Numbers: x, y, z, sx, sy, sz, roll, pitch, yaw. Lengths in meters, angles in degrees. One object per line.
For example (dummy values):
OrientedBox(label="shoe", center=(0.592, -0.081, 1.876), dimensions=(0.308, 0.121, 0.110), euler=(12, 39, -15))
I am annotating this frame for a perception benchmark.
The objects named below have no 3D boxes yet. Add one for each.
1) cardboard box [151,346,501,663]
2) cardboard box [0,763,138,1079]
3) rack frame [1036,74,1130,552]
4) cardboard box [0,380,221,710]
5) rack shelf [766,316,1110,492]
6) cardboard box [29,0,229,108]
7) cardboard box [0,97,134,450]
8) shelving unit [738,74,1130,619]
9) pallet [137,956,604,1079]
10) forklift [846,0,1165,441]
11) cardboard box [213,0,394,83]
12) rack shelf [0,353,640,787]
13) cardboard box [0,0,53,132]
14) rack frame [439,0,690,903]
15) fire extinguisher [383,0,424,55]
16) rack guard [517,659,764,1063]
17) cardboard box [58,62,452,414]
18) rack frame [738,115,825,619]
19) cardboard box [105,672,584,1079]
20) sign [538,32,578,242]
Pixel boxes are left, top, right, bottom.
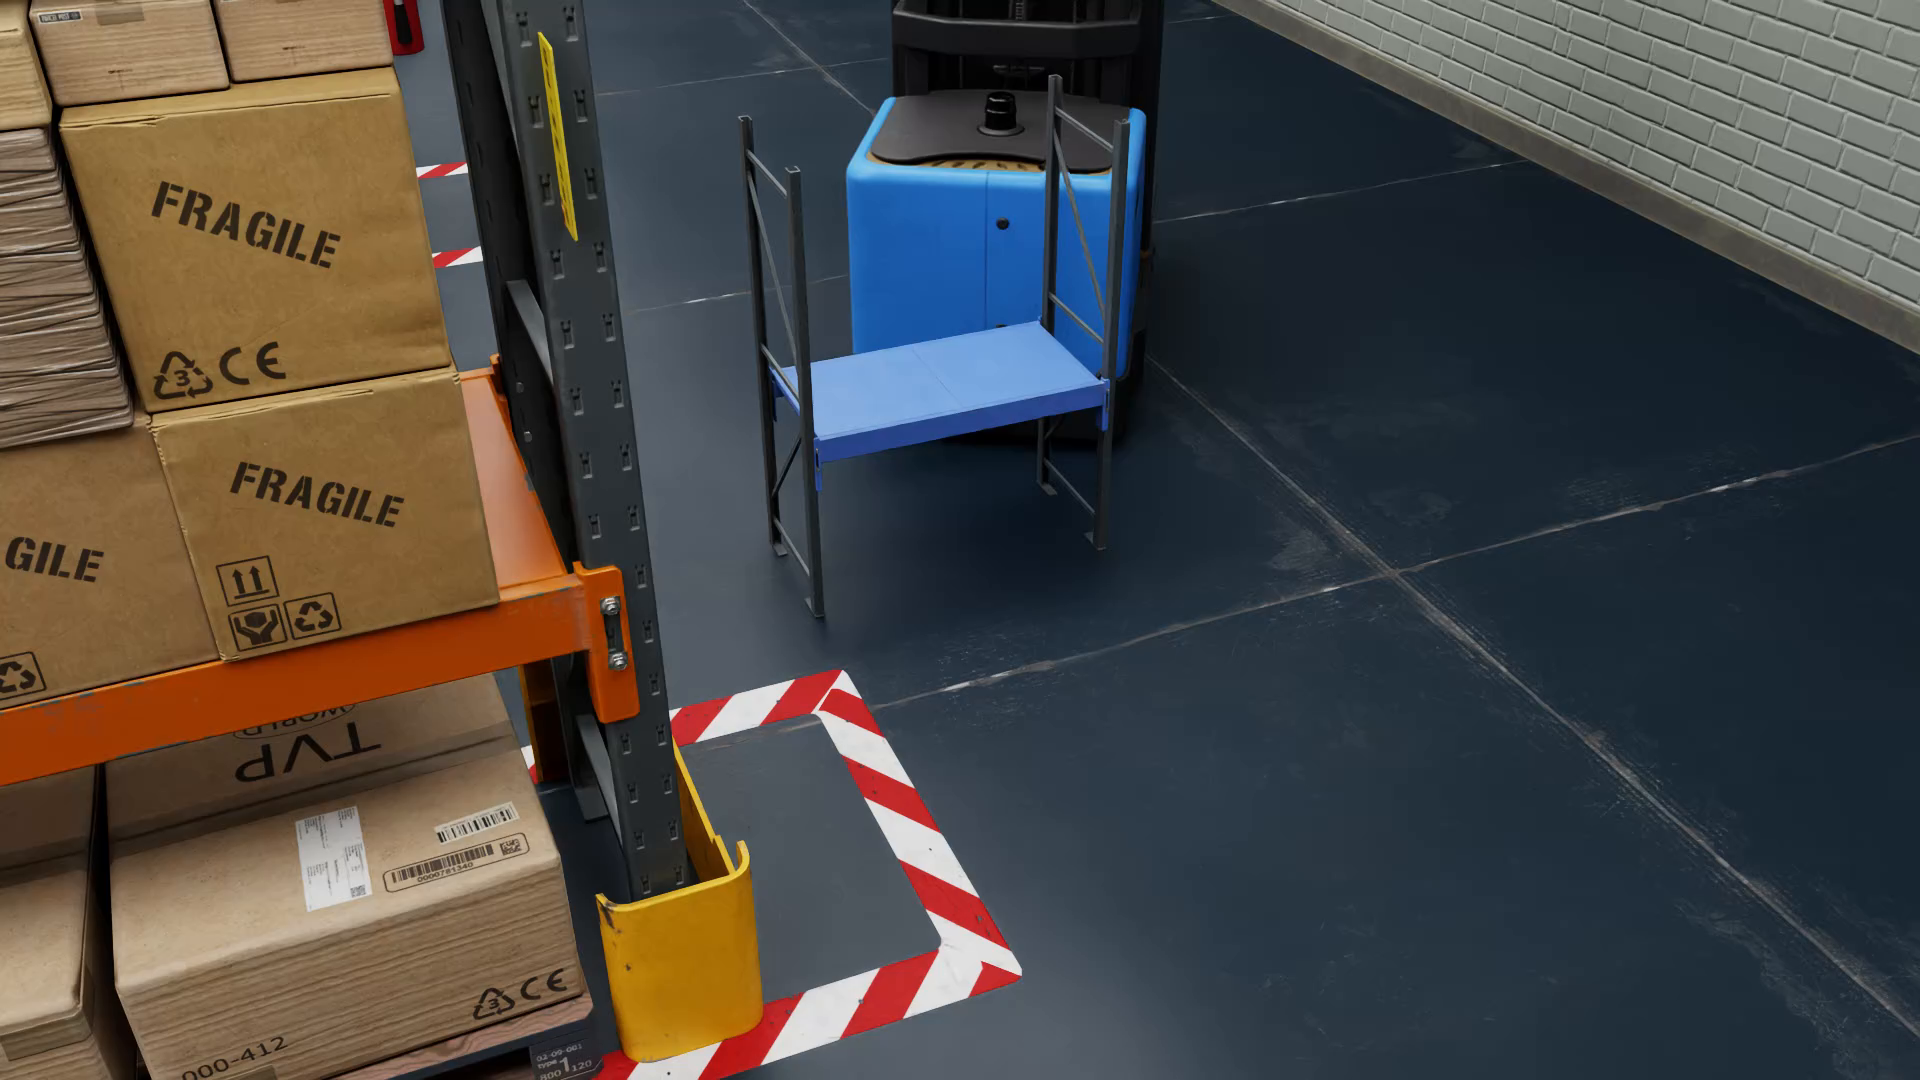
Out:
OrientedBox(label="cardboard box", center=(-1.201, -0.159, 3.152), dimensions=(0.500, 0.500, 0.500), euler=(-13, 35, -19))
OrientedBox(label="cardboard box", center=(-2.269, 0.933, 3.529), dimensions=(0.875, 0.438, 0.875), euler=(-12, 35, -18))
OrientedBox(label="rack frame", center=(0.390, -0.718, 5.478), dimensions=(0.032, 1.500, 0.500), euler=(-13, 35, -19))
OrientedBox(label="cardboard box", center=(-1.670, -0.060, 3.001), dimensions=(0.500, 0.500, 0.500), euler=(-14, 35, -20))
OrientedBox(label="rack shelf", center=(-0.079, -0.460, 5.411), dimensions=(1.000, 0.185, 0.538), euler=(-13, 35, -19))
OrientedBox(label="cardboard box", center=(-1.337, -0.842, 2.691), dimensions=(0.250, 0.149, 0.380), euler=(-12, 35, -18))
OrientedBox(label="cardboard box", center=(-1.682, -0.466, 2.707), dimensions=(0.500, 0.500, 0.500), euler=(-13, 35, -19))
OrientedBox(label="shelving unit", center=(-0.079, -0.611, 5.313), dimensions=(1.048, 1.500, 0.538), euler=(-13, 35, -19))
OrientedBox(label="pallet", center=(-1.566, 1.025, 3.981), dimensions=(1.213, 0.211, 1.003), euler=(-13, 35, -19))
OrientedBox(label="forklift", center=(0.304, -2.388, 6.732), dimensions=(1.130, 2.935, 3.031), euler=(4, 33, 7))
OrientedBox(label="cardboard box", center=(-1.112, -0.908, 2.792), dimensions=(0.250, 0.149, 0.380), euler=(-12, 35, -18))
OrientedBox(label="rack shelf", center=(-2.703, 0.372, 3.087), dimensions=(4.000, 0.370, 1.077), euler=(-13, 35, -19))
OrientedBox(label="cardboard box", center=(-1.542, -0.746, 2.542), dimensions=(0.250, 0.149, 0.380), euler=(-13, 35, -19))
OrientedBox(label="rack frame", center=(-0.859, -0.352, 3.540), dimensions=(0.127, 3.000, 1.000), euler=(-13, 35, -19))
OrientedBox(label="fire extinguisher", center=(-2.457, -2.452, 7.181), dimensions=(0.183, 0.674, 0.296), euler=(-13, 35, -19))
OrientedBox(label="rack guard", center=(-0.837, 0.691, 4.230), dimensions=(0.348, 0.500, 1.175), euler=(-13, 35, -19))
OrientedBox(label="cardboard box", center=(-1.211, -0.591, 2.900), dimensions=(0.500, 0.500, 0.500), euler=(-12, 35, -17))
OrientedBox(label="rack frame", center=(-0.547, -0.503, 5.148), dimensions=(0.032, 1.500, 0.500), euler=(-13, 35, -19))
OrientedBox(label="cardboard box", center=(-1.428, 0.736, 3.833), dimensions=(0.875, 0.438, 0.875), euler=(-14, 36, -21))
OrientedBox(label="sign", center=(-0.661, -0.660, 2.736), dimensions=(0.005, 0.325, 0.100), euler=(-13, 35, -19))
